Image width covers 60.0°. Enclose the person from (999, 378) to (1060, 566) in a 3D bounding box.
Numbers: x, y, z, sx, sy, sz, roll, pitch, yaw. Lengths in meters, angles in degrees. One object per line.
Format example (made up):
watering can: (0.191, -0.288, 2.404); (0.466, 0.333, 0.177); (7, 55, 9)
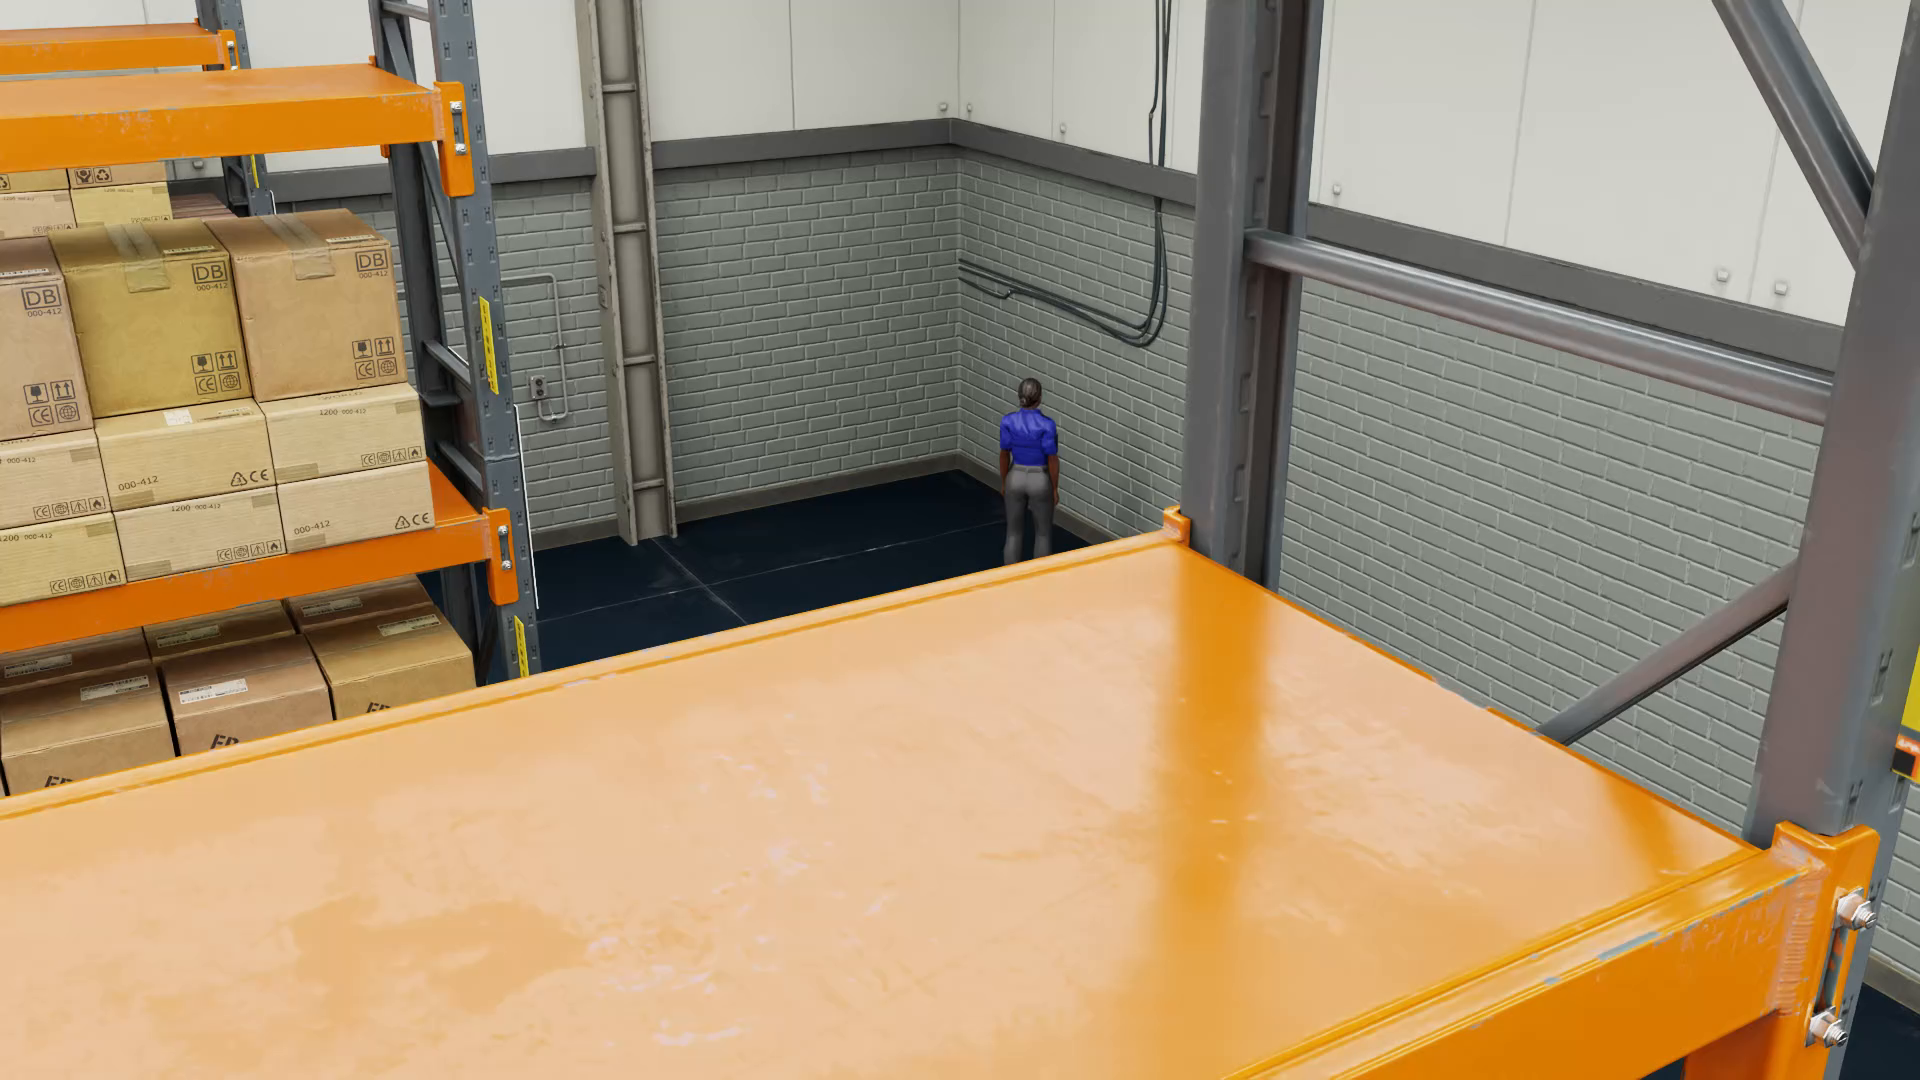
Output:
person: (0.513, -0.386, 12.055); (0.443, 1.665, 0.356); (7, 23, 16)
